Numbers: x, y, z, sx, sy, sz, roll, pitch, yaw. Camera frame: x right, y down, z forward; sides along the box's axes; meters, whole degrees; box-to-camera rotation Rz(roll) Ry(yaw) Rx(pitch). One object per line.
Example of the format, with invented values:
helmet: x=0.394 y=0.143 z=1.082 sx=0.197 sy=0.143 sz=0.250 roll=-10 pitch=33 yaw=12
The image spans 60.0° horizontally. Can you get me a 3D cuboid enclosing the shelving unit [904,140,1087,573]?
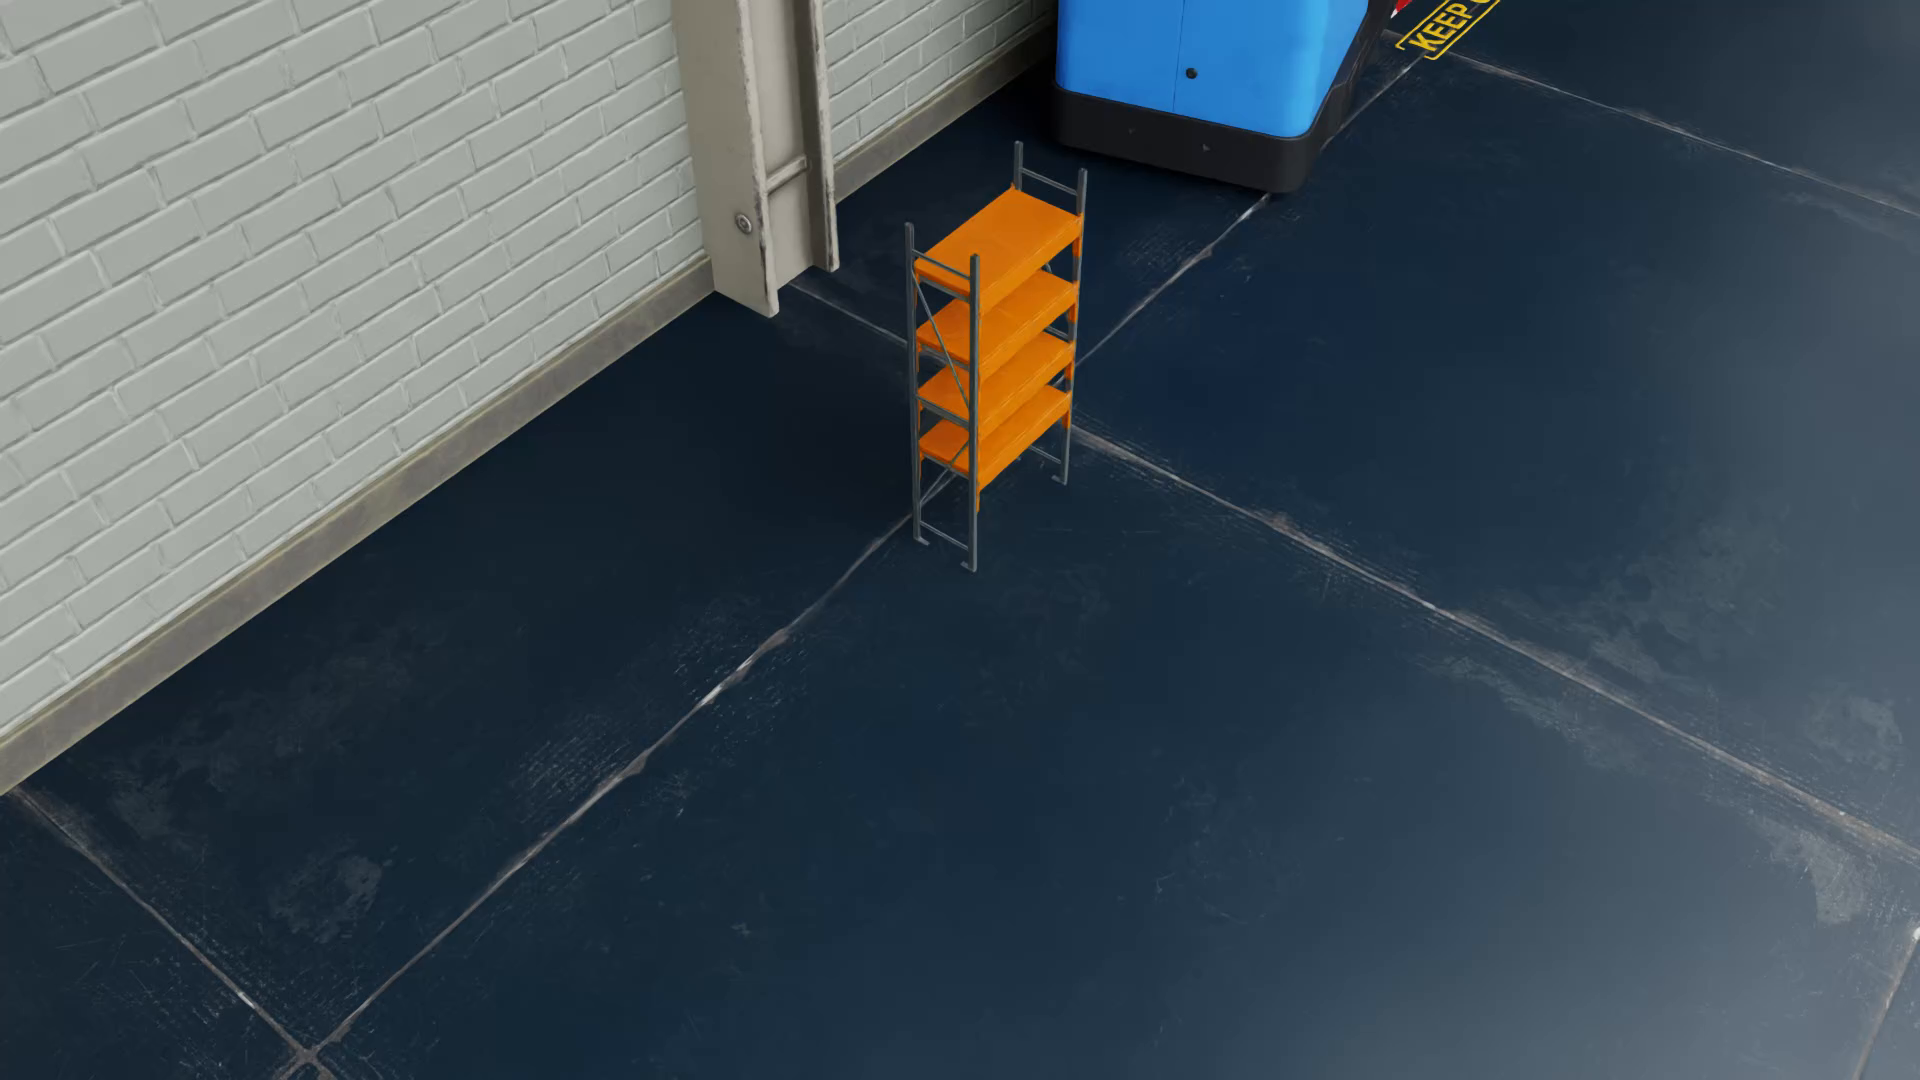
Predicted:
shelving unit: x=0.101 y=-0.509 z=4.907 sx=0.258 sy=1.200 sz=0.503 roll=29 pitch=53 yaw=25

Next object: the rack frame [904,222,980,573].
rack frame: x=-0.048 y=-0.370 z=4.773 sx=0.240 sy=1.200 sz=0.015 roll=29 pitch=53 yaw=25

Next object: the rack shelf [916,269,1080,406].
rack shelf: x=0.101 y=-0.617 z=4.794 sx=0.258 sy=0.148 sz=0.480 roll=29 pitch=53 yaw=25

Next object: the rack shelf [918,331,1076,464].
rack shelf: x=0.101 y=-0.463 z=4.955 sx=0.258 sy=0.148 sz=0.480 roll=29 pitch=53 yaw=25

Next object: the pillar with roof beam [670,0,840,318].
pillar with roof beam: x=2.718 y=-2.189 z=1.118 sx=9.100 sy=9.000 sz=0.400 roll=29 pitch=53 yaw=25

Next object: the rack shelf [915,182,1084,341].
rack shelf: x=0.101 y=-0.781 z=4.622 sx=0.258 sy=0.148 sz=0.480 roll=29 pitch=53 yaw=25

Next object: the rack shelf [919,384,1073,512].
rack shelf: x=0.101 y=-0.326 z=5.099 sx=0.258 sy=0.148 sz=0.480 roll=29 pitch=53 yaw=25

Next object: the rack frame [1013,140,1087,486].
rack frame: x=0.250 y=-0.649 z=5.040 sx=0.240 sy=1.200 sz=0.015 roll=29 pitch=53 yaw=25

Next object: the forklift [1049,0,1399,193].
forklift: x=1.392 y=-3.437 z=6.506 sx=1.130 sy=2.935 sz=3.031 roll=17 pitch=49 yaw=15
